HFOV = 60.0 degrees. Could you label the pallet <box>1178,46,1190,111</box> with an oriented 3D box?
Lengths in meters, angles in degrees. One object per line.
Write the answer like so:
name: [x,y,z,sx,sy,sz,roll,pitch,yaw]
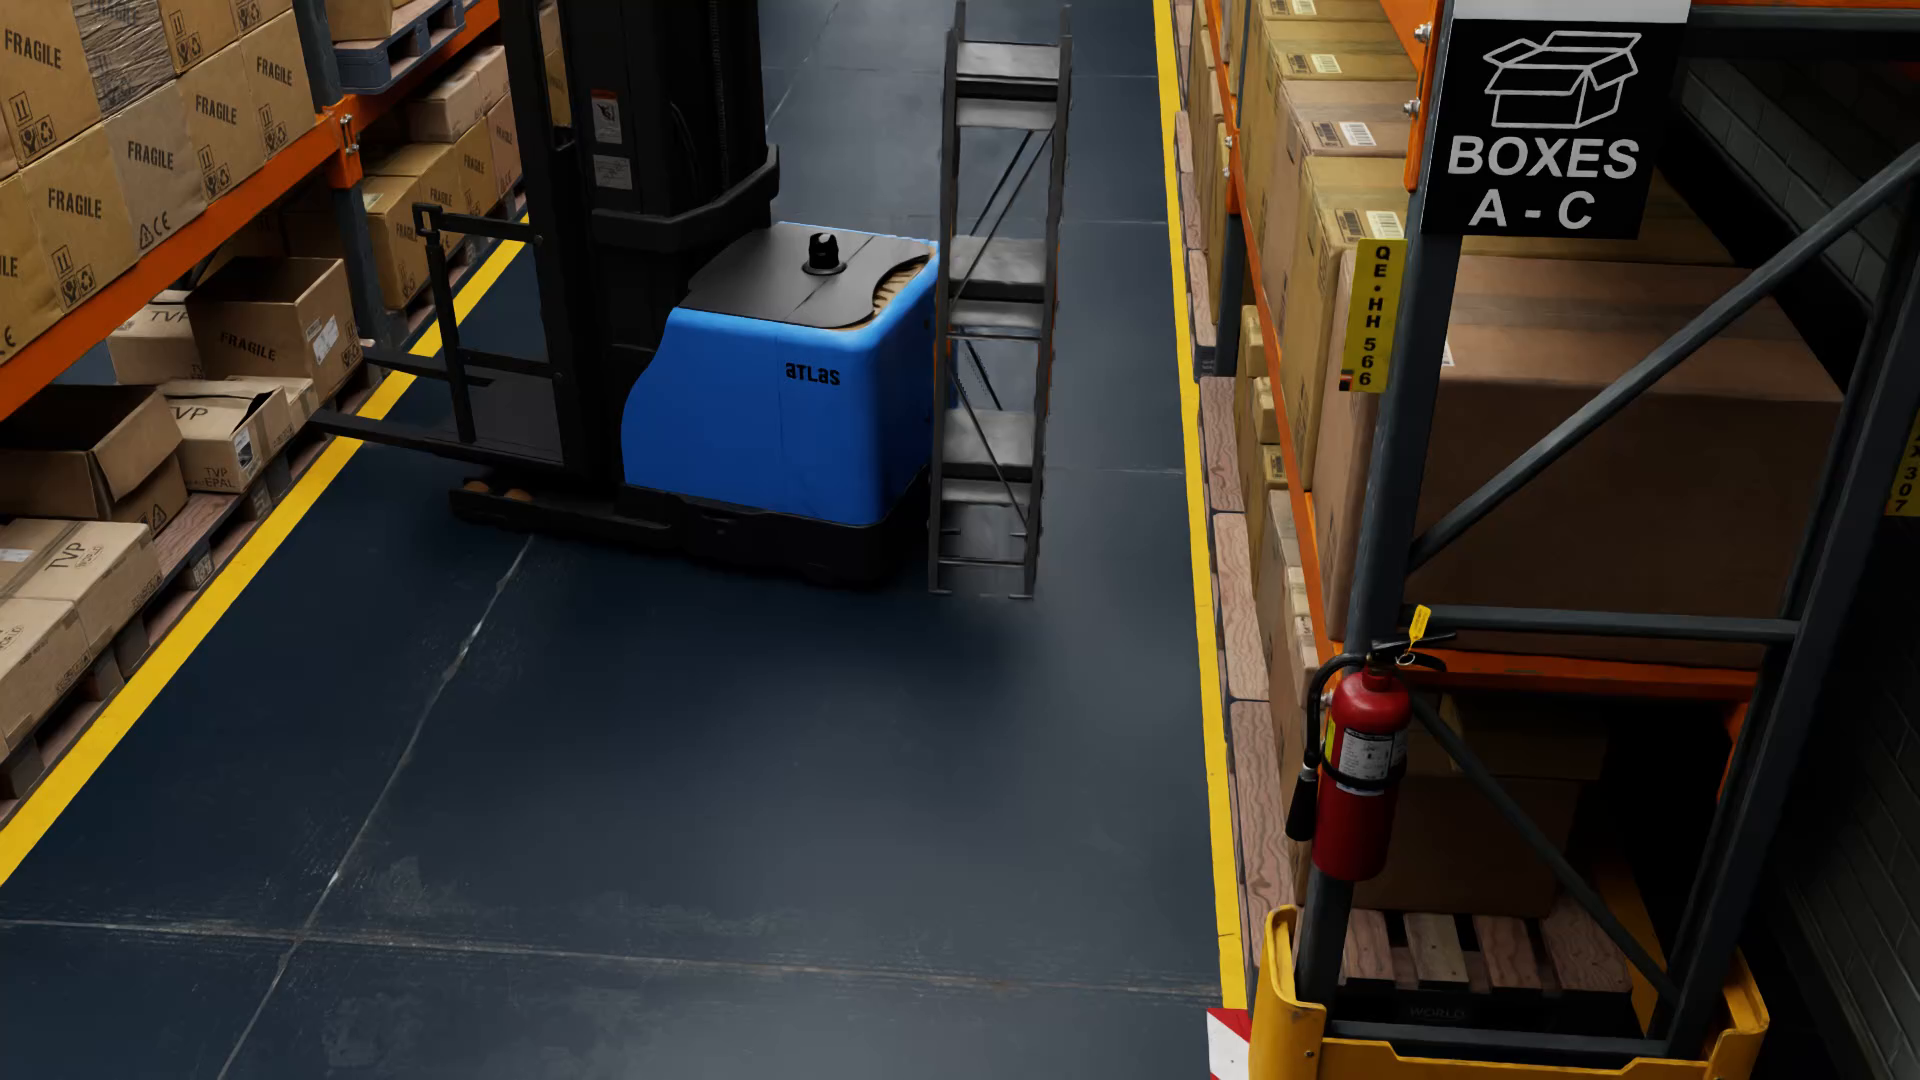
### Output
pallet: [2.071,-3.219,11.772,1.003,0.211,1.213,2,32,4]

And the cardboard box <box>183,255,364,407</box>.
cardboard box: [-3.021,-0.928,7.361,0.500,0.500,0.500,2,32,4]

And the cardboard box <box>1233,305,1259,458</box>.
cardboard box: [1.517,-0.634,6.901,0.700,0.500,0.500,3,32,5]

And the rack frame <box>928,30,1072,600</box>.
rack frame: [0.118,-0.705,5.831,0.400,2.100,0.015,3,29,2]

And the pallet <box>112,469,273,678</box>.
pallet: [-3.411,0.071,6.434,1.003,0.211,1.213,2,32,4]

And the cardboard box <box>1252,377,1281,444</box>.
cardboard box: [1.265,-0.465,6.010,0.380,0.149,0.250,2,32,3]

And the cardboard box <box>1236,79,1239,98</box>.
cardboard box: [1.425,-1.996,7.350,0.380,0.149,0.250,3,32,4]

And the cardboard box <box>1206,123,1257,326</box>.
cardboard box: [1.603,-1.515,7.997,0.750,0.750,0.750,3,32,5]

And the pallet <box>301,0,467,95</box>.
pallet: [-3.084,-2.447,8.044,1.003,0.211,1.213,2,32,4]

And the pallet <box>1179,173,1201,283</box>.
pallet: [1.764,-1.765,9.413,1.003,0.211,1.213,2,32,4]

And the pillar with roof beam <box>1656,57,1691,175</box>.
pillar with roof beam: [-1.806,-4.240,5.054,9.100,9.000,0.400,2,32,4]

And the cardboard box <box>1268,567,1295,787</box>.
cardboard box: [1.352,0.439,5.160,0.700,0.500,0.500,2,32,4]

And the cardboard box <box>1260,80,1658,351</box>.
cardboard box: [1.505,-0.988,5.208,0.980,0.700,0.700,1,32,2]

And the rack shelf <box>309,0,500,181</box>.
rack shelf: [-3.095,-2.855,9.209,1.077,0.370,4.000,2,32,4]

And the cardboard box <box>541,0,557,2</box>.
cardboard box: [-2.597,-3.715,11.605,0.500,0.311,0.500,3,32,6]

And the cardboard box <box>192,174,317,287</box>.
cardboard box: [-3.503,-1.509,8.302,0.500,0.500,0.500,2,32,4]

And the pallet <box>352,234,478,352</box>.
pallet: [-3.229,-1.355,8.748,1.003,0.211,1.213,2,32,4]

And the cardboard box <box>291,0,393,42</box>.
cardboard box: [-2.996,-2.575,7.573,0.700,0.500,0.500,-8,33,-13]

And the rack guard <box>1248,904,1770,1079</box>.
rack guard: [1.352,1.263,4.225,1.175,0.500,0.348,2,32,4]

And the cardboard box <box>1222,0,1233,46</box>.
cardboard box: [1.498,-2.603,7.716,0.500,0.500,0.500,3,32,4]

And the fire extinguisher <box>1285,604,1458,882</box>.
fire extinguisher: [0.882,0.437,3.611,0.296,0.674,0.183,2,32,4]

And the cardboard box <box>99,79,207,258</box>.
cardboard box: [-3.123,-1.347,5.982,0.500,0.500,0.500,3,32,5]

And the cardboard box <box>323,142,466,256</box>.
cardboard box: [-2.943,-1.760,8.711,0.500,0.500,0.500,3,32,5]

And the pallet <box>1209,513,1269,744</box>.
pallet: [1.443,0.315,6.037,1.003,0.211,1.213,2,32,4]

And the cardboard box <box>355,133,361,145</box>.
cardboard box: [-3.413,-2.029,9.147,0.500,0.500,0.500,3,32,5]

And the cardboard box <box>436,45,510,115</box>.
cardboard box: [-2.854,-2.585,9.335,0.500,0.250,0.500,2,32,3]

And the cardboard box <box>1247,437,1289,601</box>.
cardboard box: [1.429,-0.103,6.040,0.700,0.500,0.500,3,32,5]

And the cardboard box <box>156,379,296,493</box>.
cardboard box: [-3.082,-0.456,6.774,0.500,0.311,0.500,2,32,4]

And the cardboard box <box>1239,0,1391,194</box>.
cardboard box: [1.620,-1.750,6.445,0.980,0.700,0.700,3,32,5]

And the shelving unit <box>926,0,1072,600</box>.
shelving unit: [0.131,-0.823,6.044,0.431,2.100,0.503,3,29,2]

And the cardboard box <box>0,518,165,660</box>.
cardboard box: [-3.175,0.165,5.825,0.500,0.250,0.500,2,32,4]

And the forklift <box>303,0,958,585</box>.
forklift: [-1.569,-1.537,6.450,3.031,2.935,1.130,10,33,16]

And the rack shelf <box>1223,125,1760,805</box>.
rack shelf: [1.517,-0.554,5.475,1.077,0.370,4.000,2,32,4]

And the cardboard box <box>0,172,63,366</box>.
cardboard box: [-3.204,-0.819,5.125,0.500,0.500,0.500,2,32,4]

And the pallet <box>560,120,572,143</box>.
pallet: [-3.030,-2.631,10.818,1.003,0.211,1.213,2,32,4]

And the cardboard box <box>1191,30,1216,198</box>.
cardboard box: [1.737,-2.424,9.473,0.750,0.750,0.750,2,32,4]

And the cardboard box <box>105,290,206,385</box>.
cardboard box: [-3.507,-0.948,7.572,0.500,0.311,0.500,2,32,4]

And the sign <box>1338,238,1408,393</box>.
sign: [0.815,-0.438,3.273,0.100,0.325,0.005,2,32,4]

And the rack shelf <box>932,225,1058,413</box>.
rack shelf: [0.130,-0.811,6.050,0.431,0.518,0.480,3,29,2]

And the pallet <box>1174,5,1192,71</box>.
pallet: [2.173,-3.855,12.804,1.003,0.211,1.213,2,32,4]

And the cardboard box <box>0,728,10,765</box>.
cardboard box: [-3.186,0.660,5.101,0.380,0.166,0.250,2,32,4]

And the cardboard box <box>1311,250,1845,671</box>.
cardboard box: [1.386,-0.209,3.944,0.980,0.700,0.700,4,32,6]

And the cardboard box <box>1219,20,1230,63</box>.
cardboard box: [1.451,-2.403,8.011,0.380,0.149,0.250,2,32,4]

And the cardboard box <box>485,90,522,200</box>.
cardboard box: [-2.853,-2.286,9.563,0.500,0.500,0.500,1,32,2]

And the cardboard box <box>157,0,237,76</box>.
cardboard box: [-3.080,-2.040,6.153,0.500,0.500,0.500,2,32,3]

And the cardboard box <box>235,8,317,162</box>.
cardboard box: [-3.043,-1.885,6.855,0.500,0.500,0.500,3,32,5]

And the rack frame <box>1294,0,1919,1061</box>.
rack frame: [1.354,0.186,3.589,1.000,3.000,0.127,2,32,4]

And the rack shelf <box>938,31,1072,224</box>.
rack shelf: [0.157,-1.422,5.710,0.431,0.518,0.480,3,29,2]

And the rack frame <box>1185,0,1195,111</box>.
rack frame: [2.006,-3.997,10.377,1.000,3.000,0.127,2,32,4]

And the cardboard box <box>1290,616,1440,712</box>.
cardboard box: [1.140,0.350,4.687,0.380,0.149,0.250,2,32,3]

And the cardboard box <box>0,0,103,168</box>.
cardboard box: [-3.163,-1.513,5.298,0.500,0.500,0.500,2,32,4]
